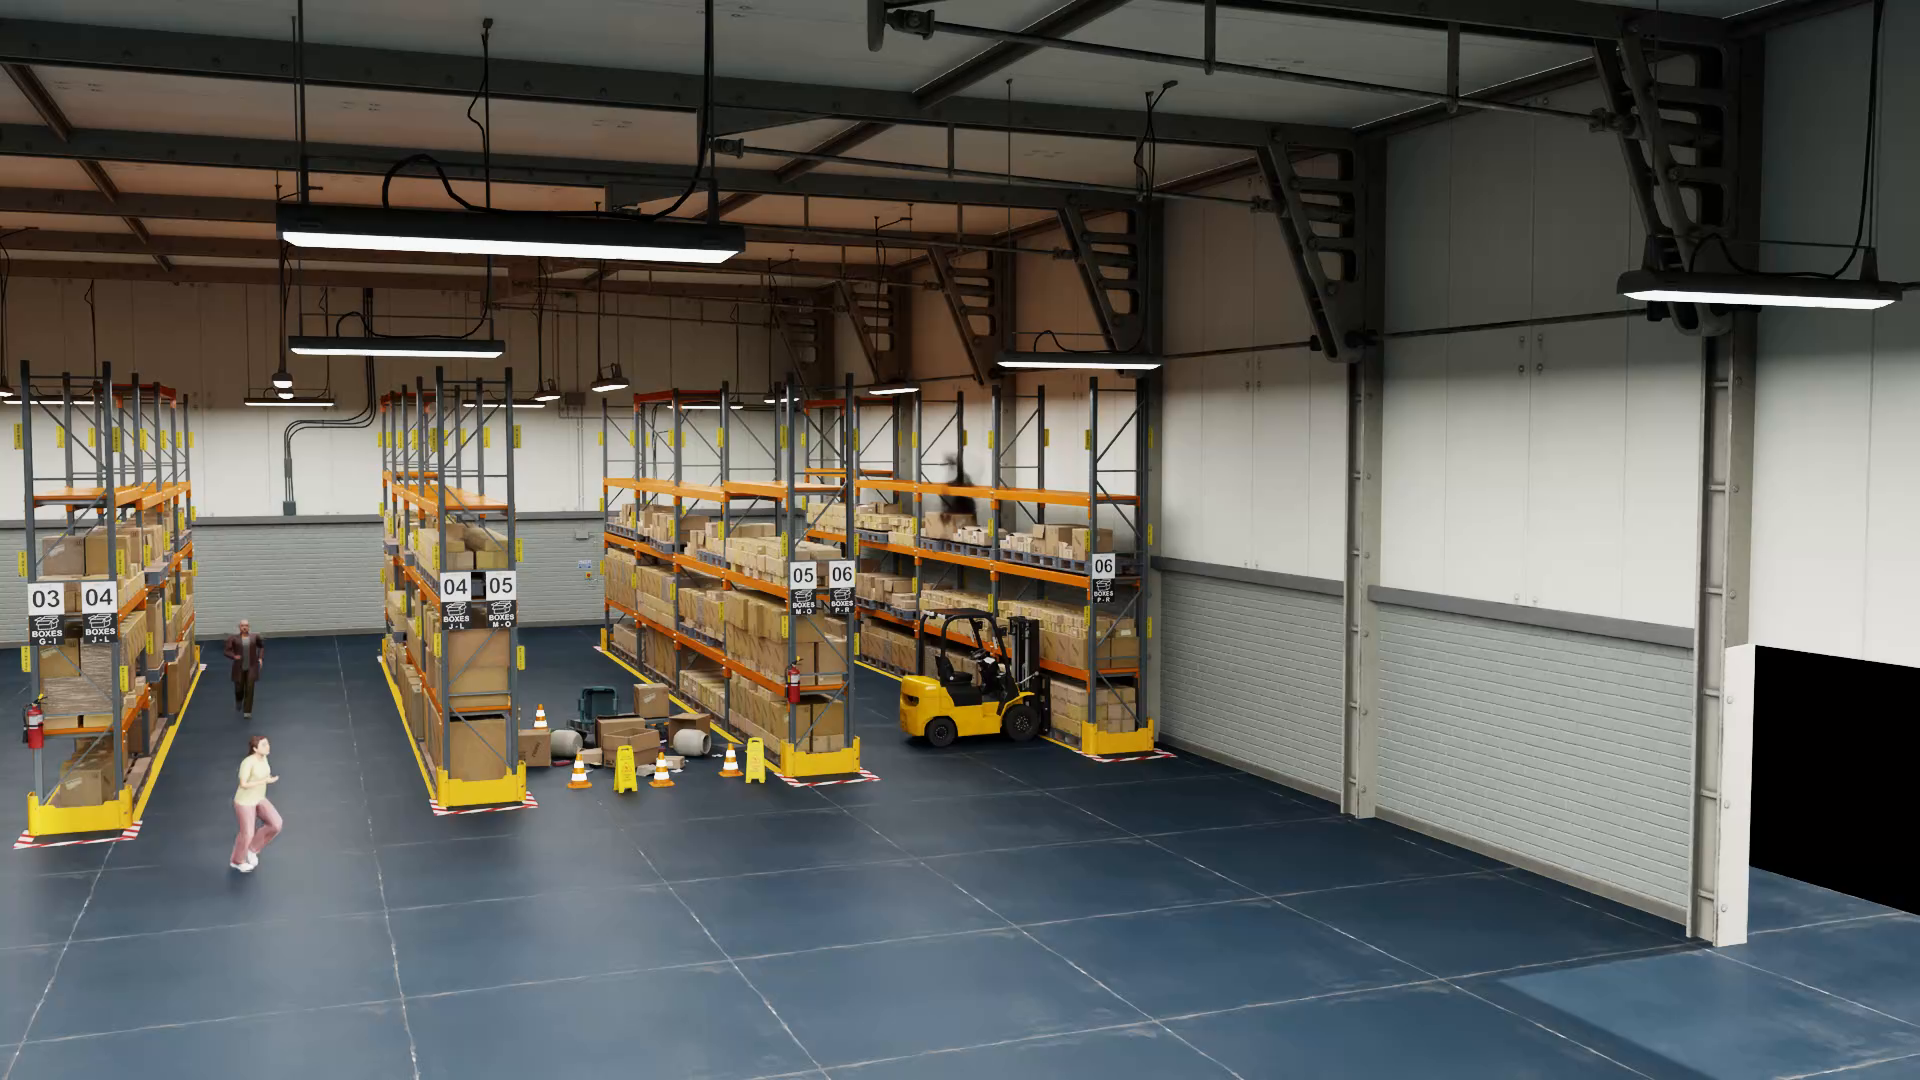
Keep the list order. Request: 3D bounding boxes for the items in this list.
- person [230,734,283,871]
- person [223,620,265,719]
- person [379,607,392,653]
[{"bbox_3d":[-8.138,3.028,19.160,0.739,1.606,0.548,1,4,19],"label":"person"},{"bbox_3d":[-12.926,2.314,30.056,0.718,1.746,0.834,-2,4,-28],"label":"person"},{"bbox_3d":[-13.181,1.830,39.045,0.934,1.719,0.789,-1,4,-16],"label":"person"}]
